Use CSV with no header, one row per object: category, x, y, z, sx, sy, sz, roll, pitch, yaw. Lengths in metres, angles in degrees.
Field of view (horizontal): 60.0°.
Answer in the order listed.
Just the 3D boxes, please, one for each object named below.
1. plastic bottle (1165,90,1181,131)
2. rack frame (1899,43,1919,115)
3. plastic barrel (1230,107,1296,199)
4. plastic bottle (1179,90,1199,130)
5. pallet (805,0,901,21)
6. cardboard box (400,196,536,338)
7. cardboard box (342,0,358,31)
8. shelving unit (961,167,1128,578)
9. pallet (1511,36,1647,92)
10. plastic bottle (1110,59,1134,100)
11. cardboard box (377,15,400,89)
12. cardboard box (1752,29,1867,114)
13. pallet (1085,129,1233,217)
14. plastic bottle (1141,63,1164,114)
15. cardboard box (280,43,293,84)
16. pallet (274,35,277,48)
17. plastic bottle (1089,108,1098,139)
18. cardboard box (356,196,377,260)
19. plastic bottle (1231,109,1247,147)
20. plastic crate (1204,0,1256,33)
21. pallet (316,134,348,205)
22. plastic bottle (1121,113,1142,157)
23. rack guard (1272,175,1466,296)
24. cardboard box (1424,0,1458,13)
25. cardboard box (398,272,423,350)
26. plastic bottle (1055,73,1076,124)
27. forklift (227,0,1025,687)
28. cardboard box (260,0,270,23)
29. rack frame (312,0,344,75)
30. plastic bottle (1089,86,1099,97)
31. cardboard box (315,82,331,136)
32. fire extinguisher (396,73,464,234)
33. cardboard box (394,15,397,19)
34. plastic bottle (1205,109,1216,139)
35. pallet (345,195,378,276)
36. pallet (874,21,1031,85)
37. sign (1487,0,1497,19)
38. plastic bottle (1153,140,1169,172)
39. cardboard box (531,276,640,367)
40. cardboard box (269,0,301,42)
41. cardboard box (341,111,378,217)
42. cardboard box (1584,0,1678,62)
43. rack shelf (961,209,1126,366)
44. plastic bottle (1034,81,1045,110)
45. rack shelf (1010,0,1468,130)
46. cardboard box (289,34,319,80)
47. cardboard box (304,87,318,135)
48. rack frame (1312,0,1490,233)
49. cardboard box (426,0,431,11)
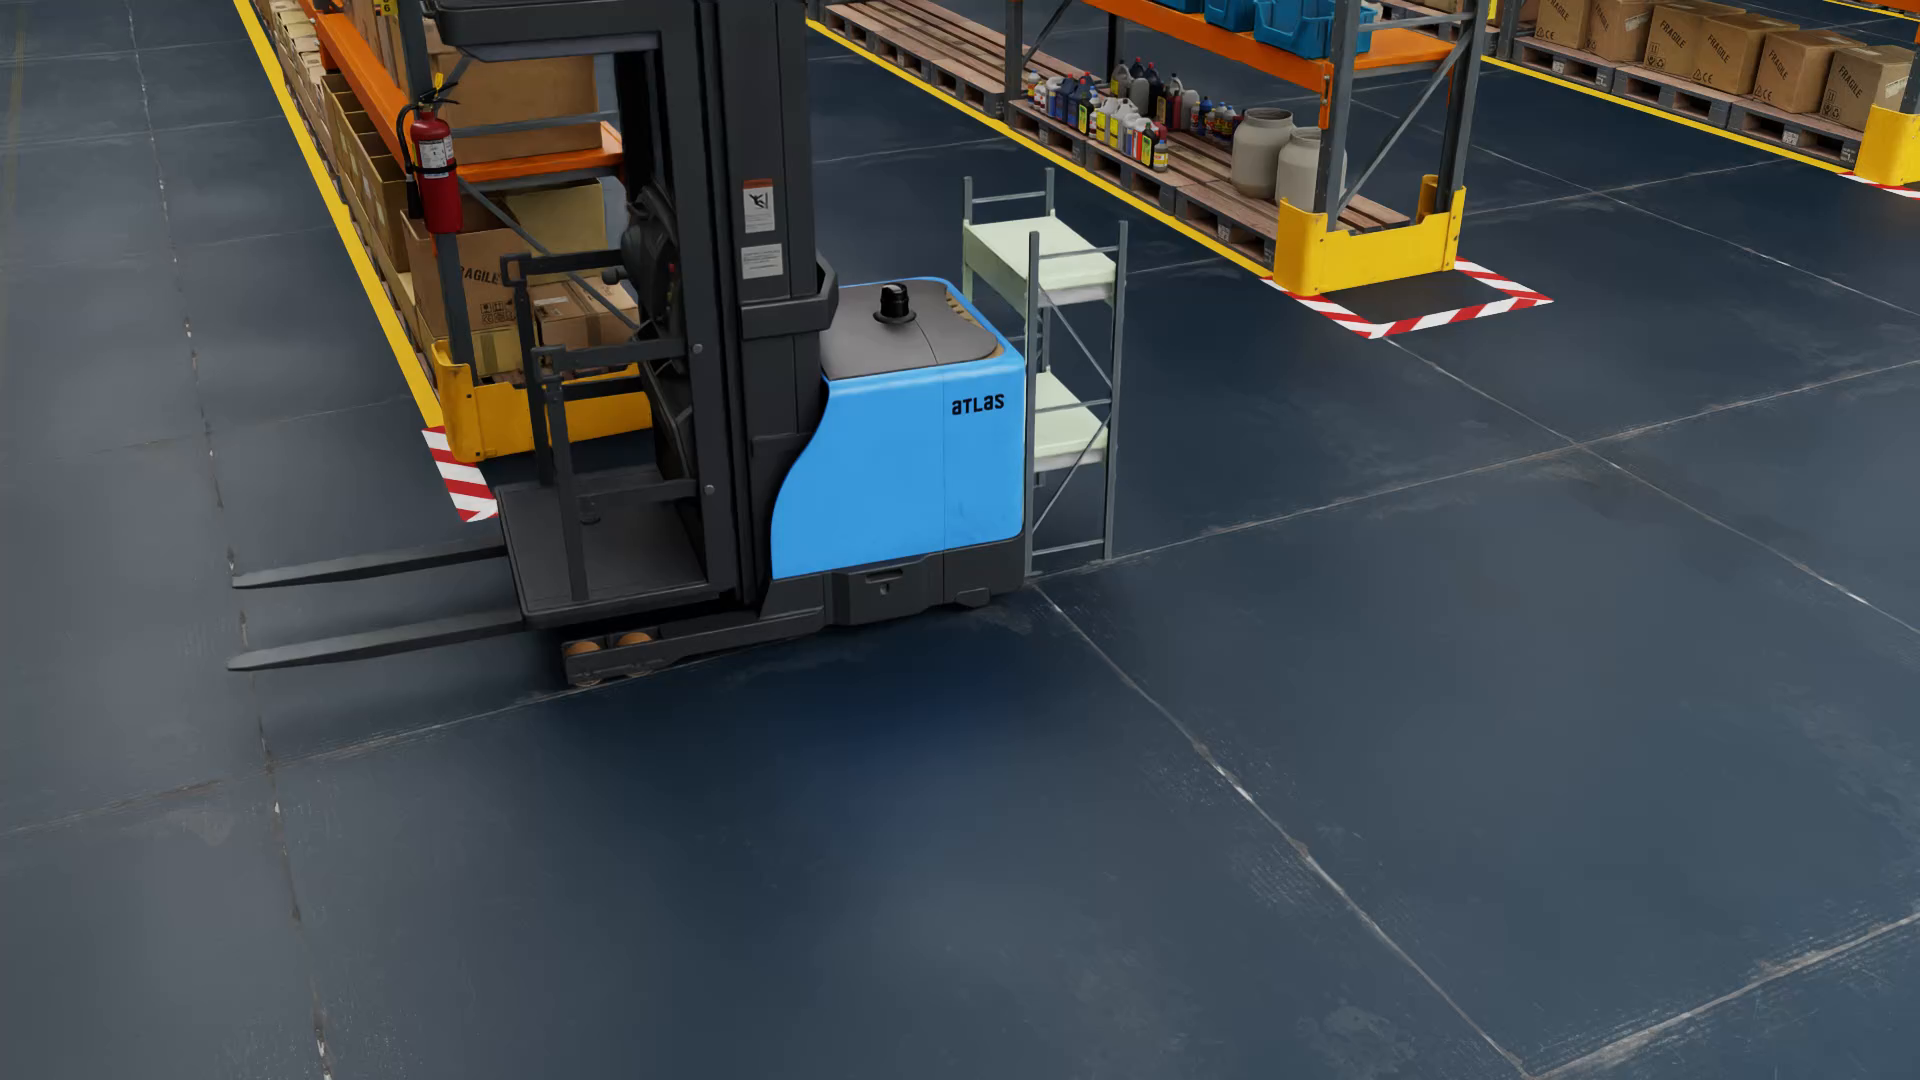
plastic bottle,1.552,-3.137,12.105,0.061,0.283,0.133,-13,32,-22
rack frame,7.015,-3.950,11.227,1.000,3.000,0.127,-13,32,-22
plastic barrel,1.975,-2.504,10.763,0.421,0.512,0.421,0,29,0
plastic bottle,1.648,-3.157,12.147,0.152,0.276,0.135,-12,32,-21
pallet,-1.269,-5.567,16.962,1.003,0.211,1.213,-13,32,-22
cardboard box,-2.433,-1.357,8.218,0.500,0.500,0.500,-13,32,-22
cardboard box,-3.455,-3.487,10.300,0.700,0.500,0.500,-14,32,-23
shelving unit,0.327,-0.703,6.970,0.431,1.500,0.755,-10,31,-17
pallet,5.618,-4.211,14.544,1.003,0.211,1.213,-13,32,-22
plastic bottle,1.231,-3.459,12.610,0.144,0.351,0.185,-13,32,-22
cardboard box,-2.790,-2.807,9.087,0.700,0.500,0.500,-12,31,-21
cardboard box,6.474,-3.579,12.692,0.500,0.500,0.500,-5,30,-9
pallet,1.603,-2.615,11.698,1.003,0.211,1.213,-13,32,-22
plastic bottle,1.443,-3.404,12.513,0.144,0.351,0.185,-15,32,-24
cardboard box,-5.192,-3.874,13.474,0.500,0.250,0.500,-14,32,-23
pallet,-5.655,-4.527,15.107,1.003,0.211,1.213,-13,32,-22
plastic bottle,0.977,-2.991,11.928,0.097,0.201,0.097,0,29,0
cardboard box,-3.306,-1.910,9.971,0.500,0.250,0.500,-13,32,-22
plastic bottle,1.964,-2.887,11.659,0.061,0.283,0.133,-13,32,-21
plastic crate,1.783,-3.291,10.205,0.499,0.251,0.408,-13,32,-22
pallet,-4.003,-2.739,11.919,1.003,0.211,1.213,-13,32,-22
plastic bottle,1.214,-2.811,11.532,0.152,0.276,0.135,-14,32,-23
rack guard,2.466,-1.843,10.026,1.175,0.500,0.348,-13,32,-22
cardboard box,4.866,-5.309,15.756,0.700,0.500,0.500,-13,32,-22
cardboard box,-2.656,-1.248,8.791,0.500,0.250,0.500,-13,32,-22
plastic bottle,0.796,-3.270,12.272,0.144,0.351,0.185,-12,32,-21
forklift,-1.311,-1.018,6.069,3.031,2.935,1.130,-10,31,-17
cardboard box,-6.204,-5.099,15.383,0.500,0.500,0.500,-14,32,-24
rack frame,-3.651,-3.638,10.671,1.000,3.000,0.127,-13,32,-22
plastic bottle,0.967,-3.196,12.223,0.097,0.271,0.097,0,29,0
cardboard box,-4.084,-2.985,11.316,0.500,0.311,0.500,-13,32,-22
fire extinguisher,-2.303,-1.688,7.272,0.296,0.674,0.183,-13,32,-22
cardboard box,-2.599,-2.667,8.173,0.380,0.149,0.250,-13,32,-21
plastic bottle,1.812,-2.987,11.921,0.097,0.201,0.097,0,29,0
pallet,-3.347,-2.062,10.711,1.003,0.211,1.213,-13,32,-22
pallet,-0.076,-4.339,14.772,1.003,0.211,1.213,-13,32,-22
sign,3.040,-3.144,9.507,0.100,0.325,0.005,-13,32,-22
plastic bottle,1.357,-2.600,11.232,0.097,0.201,0.097,0,29,0
cardboard box,-1.963,-1.139,8.596,0.500,0.250,0.500,-13,32,-22
cardboard box,-5.409,-4.341,13.733,0.500,0.311,0.500,-12,31,-20
cardboard box,-3.305,-2.237,9.788,0.500,0.500,0.500,-13,32,-22
cardboard box,5.686,-4.373,14.108,0.500,0.500,0.500,-3,29,-6
rack shelf,0.327,-1.043,6.779,0.431,0.370,0.720,-10,31,-17
plastic bottle,0.609,-3.370,12.605,0.097,0.201,0.097,0,29,0
rack shelf,1.683,-3.479,11.124,1.077,0.370,4.000,-13,32,-22
cardboard box,-4.737,-3.658,12.515,0.500,0.311,0.500,-13,32,-23
cardboard box,-4.526,-3.194,12.261,0.500,0.250,0.500,-12,32,-21
rack frame,2.541,-2.910,9.372,1.000,3.000,0.127,-13,32,-22
cardboard box,-2.145,-2.713,7.593,0.700,0.500,0.500,-13,32,-22
